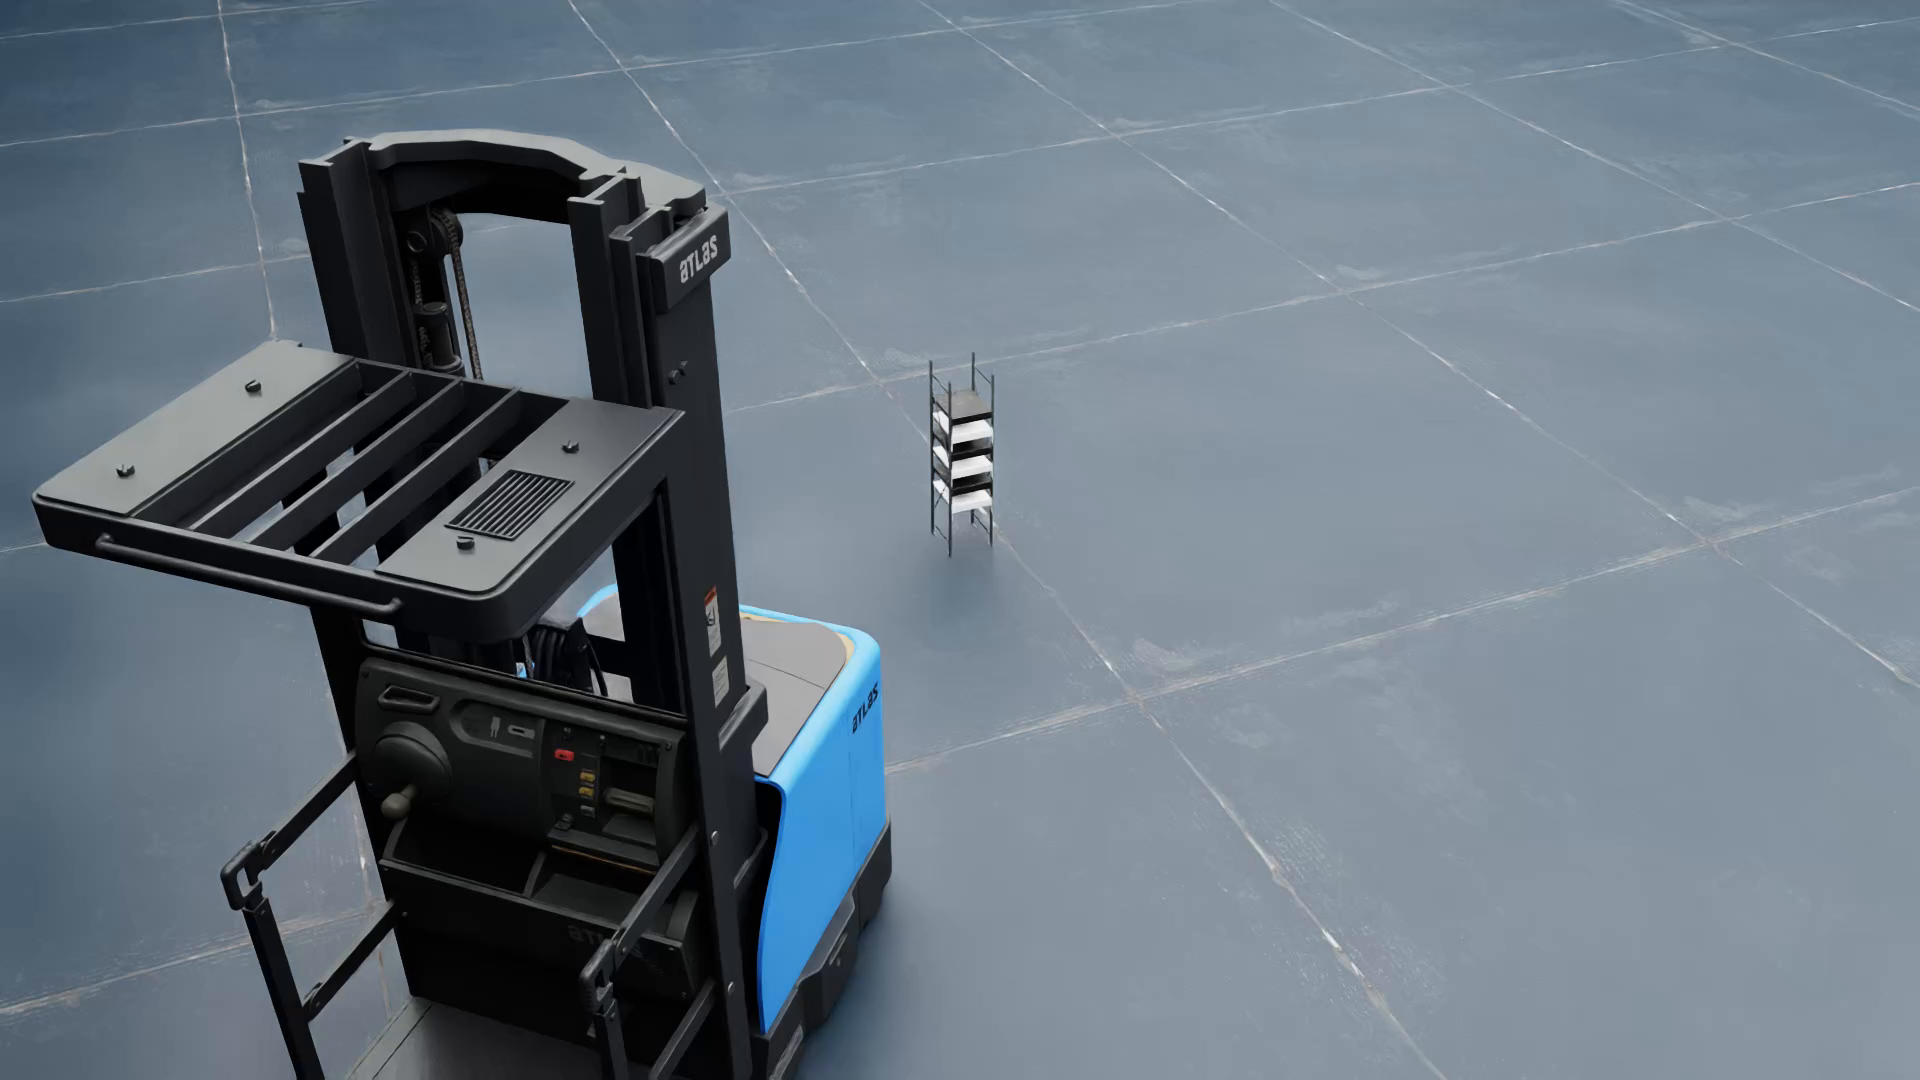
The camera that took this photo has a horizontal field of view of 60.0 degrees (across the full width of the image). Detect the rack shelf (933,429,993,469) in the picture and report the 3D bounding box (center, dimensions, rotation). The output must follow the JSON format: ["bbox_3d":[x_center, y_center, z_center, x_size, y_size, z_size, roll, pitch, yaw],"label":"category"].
[{"bbox_3d":[0.007,-0.426,7.476,0.200,0.077,0.258,-13,35,-19],"label":"rack shelf"}]

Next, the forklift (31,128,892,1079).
[{"bbox_3d":[-1.209,0.638,4.081,1.130,2.935,3.031,11,35,16],"label":"forklift"}]

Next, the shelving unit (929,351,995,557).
[{"bbox_3d":[0.007,-0.379,7.507,0.210,0.900,0.258,-13,35,-19],"label":"shelving unit"}]

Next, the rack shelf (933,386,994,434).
[{"bbox_3d":[0.007,-0.577,7.378,0.200,0.077,0.258,-13,35,-19],"label":"rack shelf"}]

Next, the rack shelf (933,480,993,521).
[{"bbox_3d":[0.007,-0.200,7.624,0.200,0.077,0.258,-13,35,-19],"label":"rack shelf"}]

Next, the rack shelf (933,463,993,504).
[{"bbox_3d":[0.007,-0.276,7.574,0.200,0.077,0.258,-13,35,-19],"label":"rack shelf"}]

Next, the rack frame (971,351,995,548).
[{"bbox_3d":[0.101,-0.400,7.540,0.006,0.900,0.240,-13,35,-19],"label":"rack frame"}]

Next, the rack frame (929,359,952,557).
[{"bbox_3d":[-0.086,-0.357,7.474,0.006,0.900,0.240,-13,35,-19],"label":"rack frame"}]

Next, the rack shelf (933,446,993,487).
[{"bbox_3d":[0.007,-0.351,7.525,0.200,0.077,0.258,-13,35,-19],"label":"rack shelf"}]

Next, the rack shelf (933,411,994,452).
[{"bbox_3d":[0.007,-0.502,7.427,0.200,0.077,0.258,-13,35,-19],"label":"rack shelf"}]
